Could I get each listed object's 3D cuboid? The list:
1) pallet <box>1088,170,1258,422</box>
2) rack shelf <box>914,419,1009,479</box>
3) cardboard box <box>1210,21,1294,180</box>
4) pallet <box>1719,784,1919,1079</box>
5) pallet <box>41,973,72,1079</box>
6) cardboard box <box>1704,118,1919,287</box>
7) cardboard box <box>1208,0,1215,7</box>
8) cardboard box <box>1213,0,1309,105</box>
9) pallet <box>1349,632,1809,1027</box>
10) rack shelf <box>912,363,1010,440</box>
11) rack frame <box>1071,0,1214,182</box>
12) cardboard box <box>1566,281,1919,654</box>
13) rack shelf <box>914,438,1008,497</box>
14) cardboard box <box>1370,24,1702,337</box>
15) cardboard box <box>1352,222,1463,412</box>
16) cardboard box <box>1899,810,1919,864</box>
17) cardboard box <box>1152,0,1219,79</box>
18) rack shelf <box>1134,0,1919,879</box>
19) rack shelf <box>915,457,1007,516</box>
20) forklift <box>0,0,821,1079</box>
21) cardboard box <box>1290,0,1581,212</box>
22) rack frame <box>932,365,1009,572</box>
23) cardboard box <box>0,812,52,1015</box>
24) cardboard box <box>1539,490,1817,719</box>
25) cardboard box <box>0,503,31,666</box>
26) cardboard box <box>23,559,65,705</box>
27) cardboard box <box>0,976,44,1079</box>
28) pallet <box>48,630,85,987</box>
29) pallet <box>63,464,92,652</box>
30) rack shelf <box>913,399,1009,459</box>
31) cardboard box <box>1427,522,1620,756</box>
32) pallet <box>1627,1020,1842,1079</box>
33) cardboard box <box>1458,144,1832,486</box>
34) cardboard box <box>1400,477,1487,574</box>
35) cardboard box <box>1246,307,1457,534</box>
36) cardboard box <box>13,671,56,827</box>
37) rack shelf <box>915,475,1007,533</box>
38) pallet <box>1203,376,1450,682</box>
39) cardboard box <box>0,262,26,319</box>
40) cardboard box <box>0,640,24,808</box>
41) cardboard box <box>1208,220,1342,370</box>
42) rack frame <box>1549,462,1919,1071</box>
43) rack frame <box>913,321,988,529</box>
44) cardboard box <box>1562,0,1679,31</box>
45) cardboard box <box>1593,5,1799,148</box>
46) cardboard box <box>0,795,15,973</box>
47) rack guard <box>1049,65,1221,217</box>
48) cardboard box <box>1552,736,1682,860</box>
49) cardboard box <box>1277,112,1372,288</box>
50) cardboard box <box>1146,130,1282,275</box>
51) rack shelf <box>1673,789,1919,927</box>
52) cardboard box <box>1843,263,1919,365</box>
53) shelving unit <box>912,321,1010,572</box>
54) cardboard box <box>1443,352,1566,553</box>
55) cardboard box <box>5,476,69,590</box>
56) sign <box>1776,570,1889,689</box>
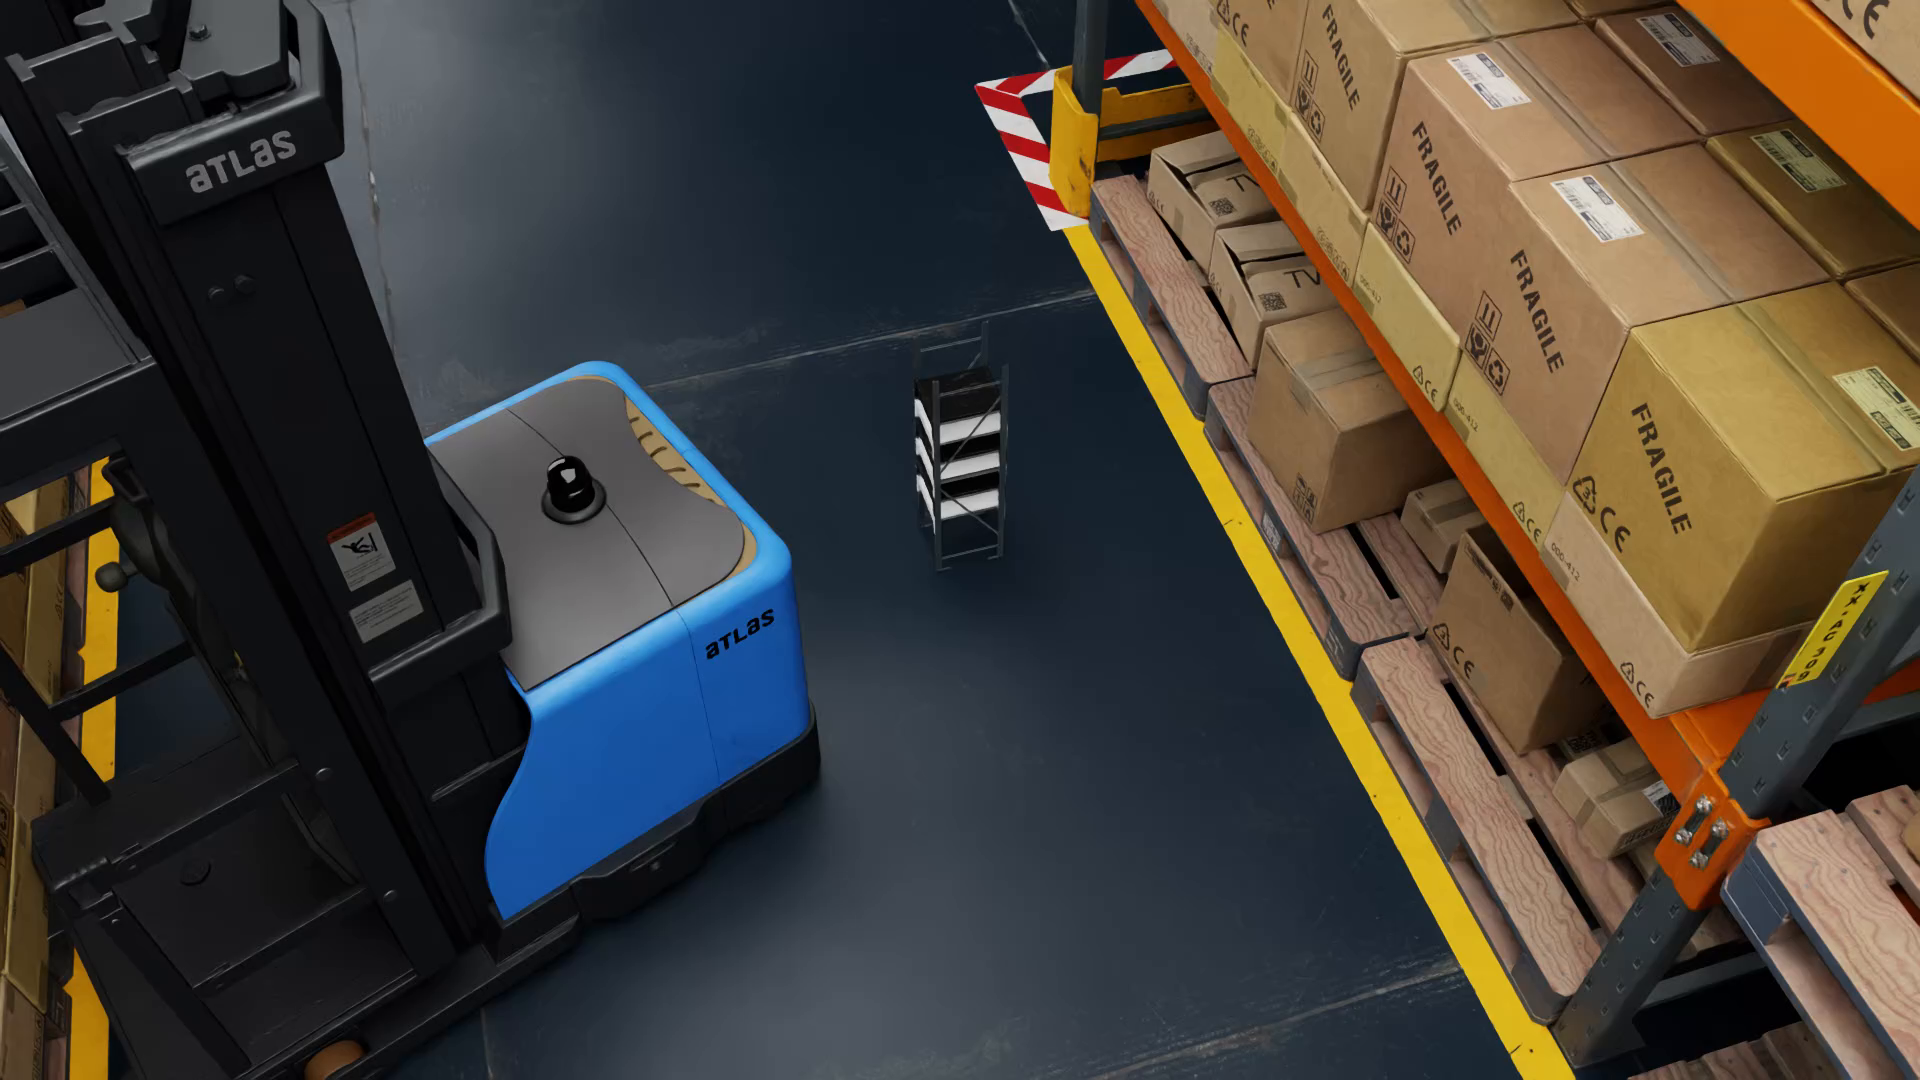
[{"bbox_3d":[1.176,-1.045,6.493,1.003,0.211,1.213,-13,51,-11],"label":"pallet"},{"bbox_3d":[0.002,-0.321,5.358,0.258,0.077,0.200,-13,51,-11],"label":"rack shelf"},{"bbox_3d":[1.100,-1.381,5.038,0.500,0.250,0.500,-14,51,-12],"label":"cardboard box"},{"bbox_3d":[2.217,0.973,3.093,1.003,0.211,1.213,-13,51,-11],"label":"pallet"},{"bbox_3d":[-2.796,1.752,4.135,1.003,0.211,1.213,-13,51,-11],"label":"pallet"},{"bbox_3d":[2.041,-0.649,3.929,0.500,0.500,0.500,-14,51,-11],"label":"cardboard box"},{"bbox_3d":[0.938,-2.021,5.086,0.500,0.500,0.500,-13,51,-11],"label":"cardboard box"},{"bbox_3d":[1.085,-1.642,4.767,0.500,0.500,0.500,-15,51,-12],"label":"cardboard box"},{"bbox_3d":[1.898,0.737,4.991,1.003,0.211,1.213,-13,51,-11],"label":"pallet"},{"bbox_3d":[0.002,-0.437,5.220,0.258,0.077,0.200,-13,51,-11],"label":"rack shelf"},{"bbox_3d":[0.947,-2.601,5.981,1.000,3.000,0.127,-13,51,-11],"label":"rack frame"},{"bbox_3d":[1.695,-0.155,3.513,0.500,0.500,0.500,-13,51,-11],"label":"cardboard box"},{"bbox_3d":[0.002,-0.263,5.426,0.258,0.077,0.200,-13,51,-11],"label":"rack shelf"},{"bbox_3d":[1.403,-0.888,4.131,0.500,0.500,0.500,-15,51,-12],"label":"cardboard box"},{"bbox_3d":[1.397,-0.645,4.417,0.500,0.250,0.500,-14,51,-11],"label":"cardboard box"},{"bbox_3d":[2.248,0.526,2.992,0.700,0.500,0.500,-13,51,-11],"label":"cardboard box"},{"bbox_3d":[0.955,-1.755,5.353,0.500,0.250,0.500,-15,51,-12],"label":"cardboard box"},{"bbox_3d":[1.539,-0.908,5.024,1.077,0.370,4.000,-13,51,-11],"label":"rack shelf"},{"bbox_3d":[0.002,-0.205,5.495,0.258,0.077,0.200,-13,51,-11],"label":"rack shelf"},{"bbox_3d":[-1.900,0.187,3.676,3.031,2.935,1.130,-31,56,-23],"label":"forklift"},{"bbox_3d":[1.249,-1.268,4.451,0.500,0.500,0.500,-12,51,-10],"label":"cardboard box"},{"bbox_3d":[0.032,-0.210,5.338,0.240,0.900,0.006,-13,51,-11],"label":"rack frame"},{"bbox_3d":[-2.734,1.054,4.423,0.500,0.250,0.500,-13,51,-11],"label":"cardboard box"},{"bbox_3d":[1.700,0.085,3.802,0.500,0.250,0.500,-13,51,-11],"label":"cardboard box"},{"bbox_3d":[-3.031,0.082,4.752,0.500,0.500,0.500,-13,51,-11],"label":"cardboard box"},{"bbox_3d":[-3.034,0.325,5.038,0.500,0.250,0.500,-13,51,-11],"label":"cardboard box"},{"bbox_3d":[-2.592,1.421,4.114,0.500,0.250,0.500,-13,51,-11],"label":"cardboard box"},{"bbox_3d":[-3.161,0.859,4.888,1.003,0.211,1.213,-13,51,-11],"label":"pallet"},{"bbox_3d":[-3.518,-0.030,5.638,1.003,0.211,1.213,-13,51,-11],"label":"pallet"},{"bbox_3d":[0.002,-0.379,5.289,0.258,0.077,0.200,-13,51,-11],"label":"rack shelf"},{"bbox_3d":[1.785,0.235,4.937,0.500,0.500,0.500,-17,52,-14],"label":"cardboard box"},{"bbox_3d":[2.362,1.788,4.105,1.003,0.211,1.213,-13,51,-11],"label":"pallet"},{"bbox_3d":[1.542,-0.518,3.819,0.500,0.500,0.500,-14,51,-11],"label":"cardboard box"},{"bbox_3d":[1.676,-0.075,5.428,0.380,0.149,0.250,-17,52,-14],"label":"cardboard box"},{"bbox_3d":[1.403,-0.448,5.513,0.700,0.500,0.500,-16,52,-13],"label":"cardboard box"},{"bbox_3d":[-2.888,0.690,4.730,0.500,0.250,0.500,-13,51,-11],"label":"cardboard box"},{"bbox_3d":[0.002,-0.147,5.564,0.258,0.077,0.200,-13,51,-11],"label":"rack shelf"},{"bbox_3d":[1.533,-0.156,5.743,1.003,0.211,1.213,-13,51,-11],"label":"pallet"},{"bbox_3d":[-3.341,-0.645,5.365,0.500,0.500,0.500,-13,51,-11],"label":"cardboard box"},{"bbox_3d":[-2.885,0.448,4.444,0.500,0.500,0.500,-13,51,-11],"label":"cardboard box"},{"bbox_3d":[1.234,-0.934,6.046,0.500,0.311,0.500,-10,51,-8],"label":"cardboard box"},{"bbox_3d":[2.130,0.320,3.518,1.000,3.000,0.127,-13,51,-11],"label":"rack frame"},{"bbox_3d":[-0.028,-0.358,5.464,0.240,0.900,0.006,-13,51,-11],"label":"rack frame"},{"bbox_3d":[1.735,-1.390,4.555,0.500,0.500,0.500,-13,51,-10],"label":"cardboard box"},{"bbox_3d":[1.899,-1.014,4.237,0.500,0.500,0.500,-12,51,-10],"label":"cardboard box"},{"bbox_3d":[-2.735,0.813,4.136,0.500,0.500,0.500,-13,51,-11],"label":"cardboard box"},{"bbox_3d":[0.970,-1.740,6.890,1.175,0.500,0.348,-13,51,-11],"label":"rack guard"},{"bbox_3d":[1.943,0.708,4.757,0.380,0.166,0.250,-19,53,-16],"label":"cardboard box"},{"bbox_3d":[1.248,-1.012,4.726,0.500,0.250,0.500,-13,51,-11],"label":"cardboard box"},{"bbox_3d":[1.066,-1.351,6.397,0.500,0.311,0.500,-19,52,-15],"label":"cardboard box"},{"bbox_3d":[2.721,2.013,2.562,1.077,0.370,4.000,-13,51,-11],"label":"rack shelf"},{"bbox_3d":[2.191,-0.270,3.610,0.500,0.500,0.500,-14,51,-12],"label":"cardboard box"},{"bbox_3d":[0.002,-0.284,5.401,0.258,0.900,0.210,-13,51,-11],"label":"shelving unit"},{"bbox_3d":[1.561,-0.281,4.110,0.500,0.250,0.500,-13,51,-11],"label":"cardboard box"},{"bbox_3d":[-3.184,-0.040,5.346,0.500,0.250,0.500,-13,51,-11],"label":"cardboard box"},{"bbox_3d":[1.614,0.170,3.079,0.100,0.325,0.005,-13,51,-11],"label":"sign"}]
